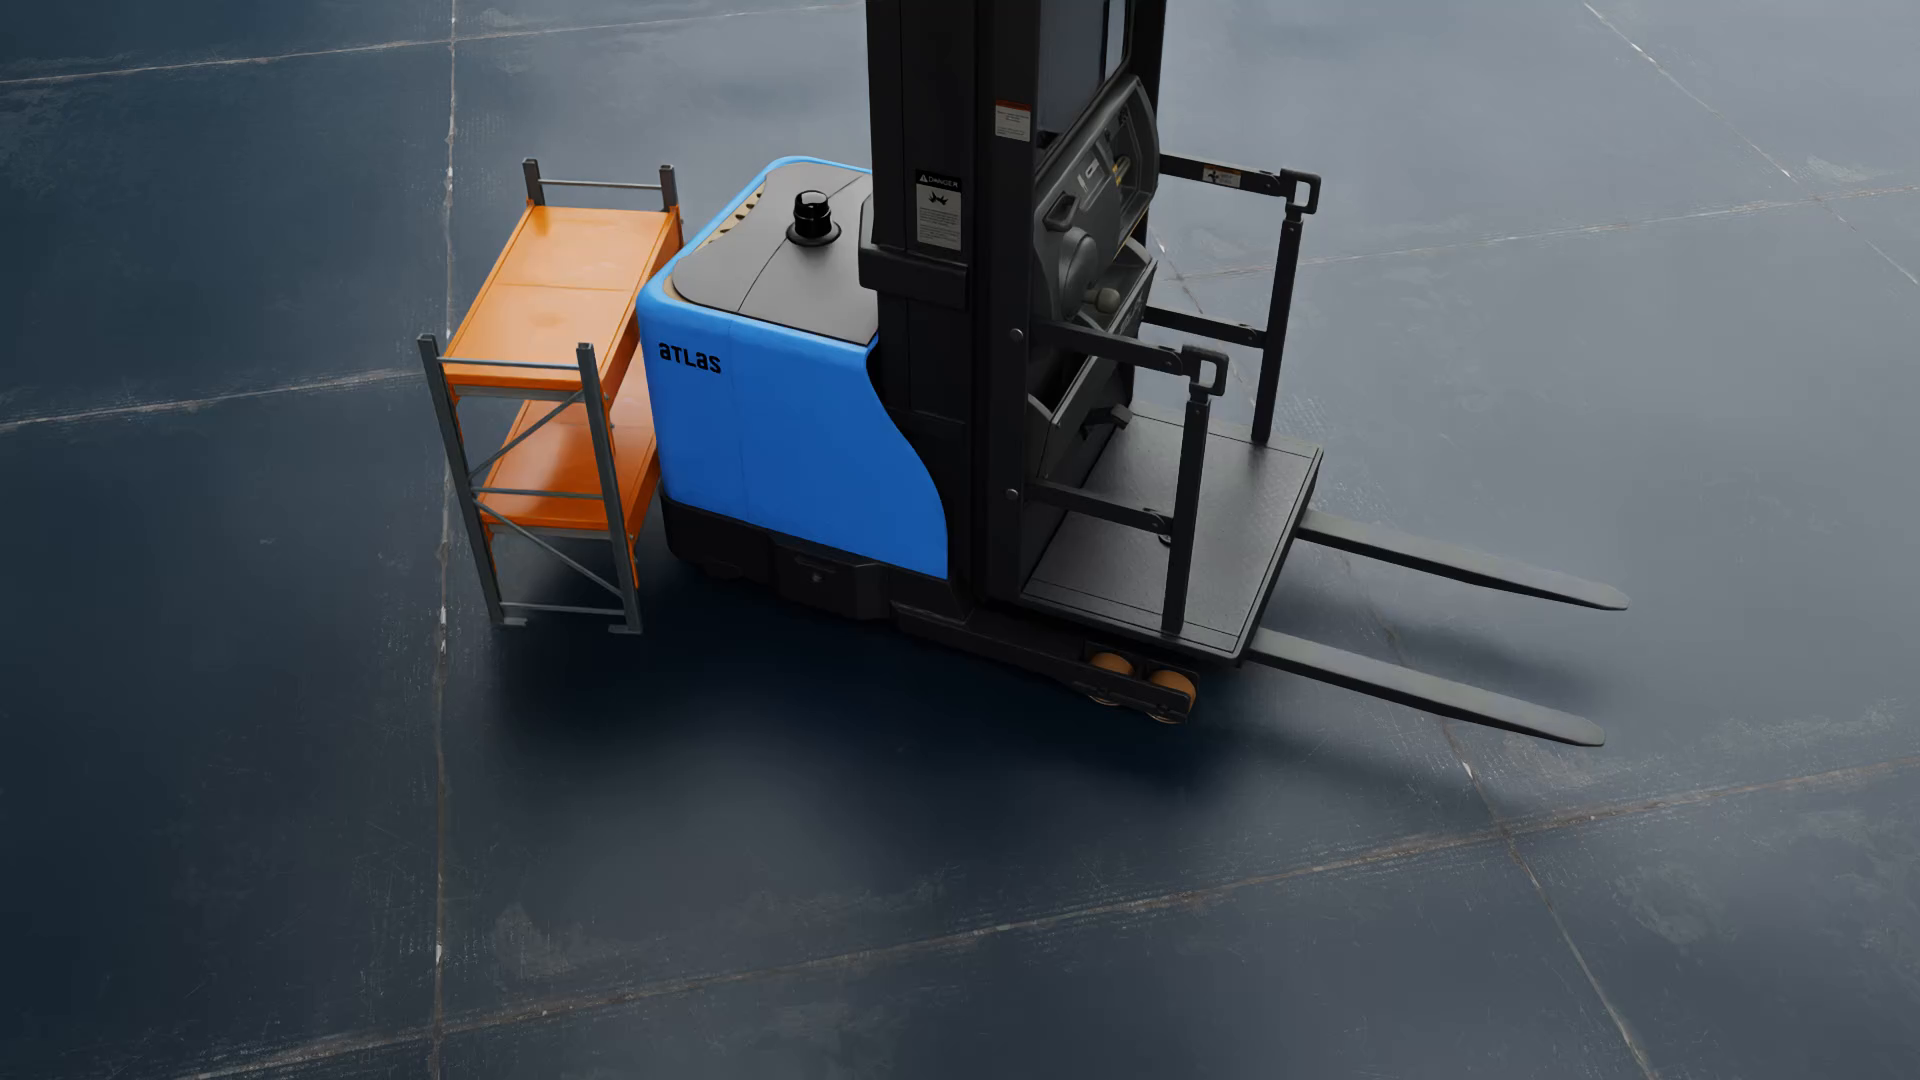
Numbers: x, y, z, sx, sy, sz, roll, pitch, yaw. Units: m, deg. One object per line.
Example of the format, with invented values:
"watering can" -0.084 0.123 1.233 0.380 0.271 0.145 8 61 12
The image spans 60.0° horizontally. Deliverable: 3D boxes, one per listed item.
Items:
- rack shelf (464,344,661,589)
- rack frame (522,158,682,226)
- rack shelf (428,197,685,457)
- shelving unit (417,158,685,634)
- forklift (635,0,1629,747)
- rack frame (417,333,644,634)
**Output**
"rack shelf" -1.234 -0.293 5.601 0.538 0.278 1.000 4 42 4
"rack frame" -1.186 -0.812 5.817 0.500 1.125 0.032 4 42 4
"rack shelf" -1.234 -0.695 5.244 0.538 0.278 1.000 4 42 4
"shelving unit" -1.234 -0.476 5.438 0.538 1.125 1.048 4 42 4
"forklift" 0.574 -0.936 4.596 3.031 2.935 1.130 16 44 17
"rack frame" -1.283 -0.140 5.060 0.500 1.125 0.032 4 42 4
